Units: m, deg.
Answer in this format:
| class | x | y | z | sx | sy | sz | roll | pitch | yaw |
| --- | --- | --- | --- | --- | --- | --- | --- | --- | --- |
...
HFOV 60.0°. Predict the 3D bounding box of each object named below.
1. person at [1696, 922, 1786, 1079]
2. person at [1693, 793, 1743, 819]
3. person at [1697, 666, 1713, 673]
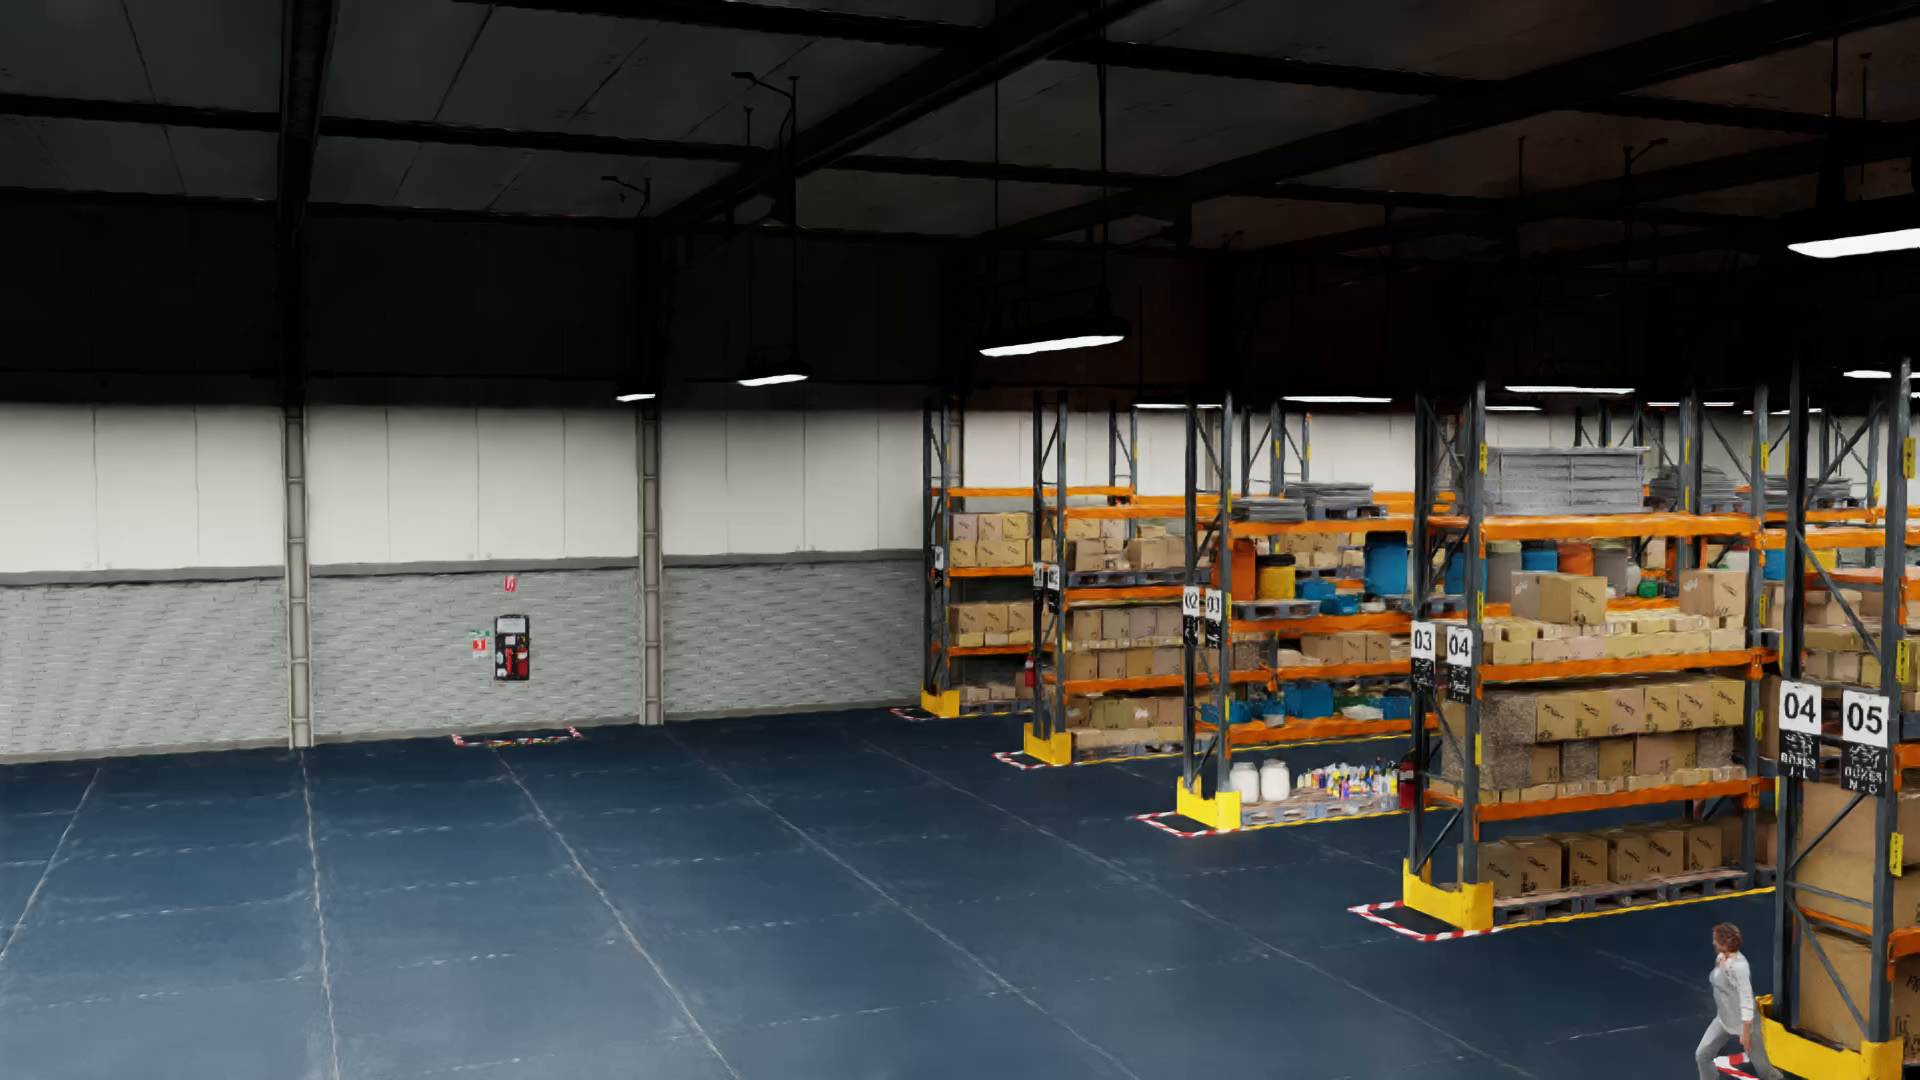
| class | x | y | z | sx | sy | sz | roll | pitch | yaw |
| --- | --- | --- | --- | --- | --- | --- | --- | --- | --- |
| person | 5.930 | 3.648 | 12.546 | 0.867 | 1.531 | 0.461 | 0 | 3 | -1 |
| person | 10.080 | 3.050 | 22.116 | 1.110 | 1.591 | 0.445 | -2 | 4 | -25 |
| person | 12.835 | 2.627 | 28.300 | 0.646 | 1.718 | 0.587 | 0 | 3 | -4 |
